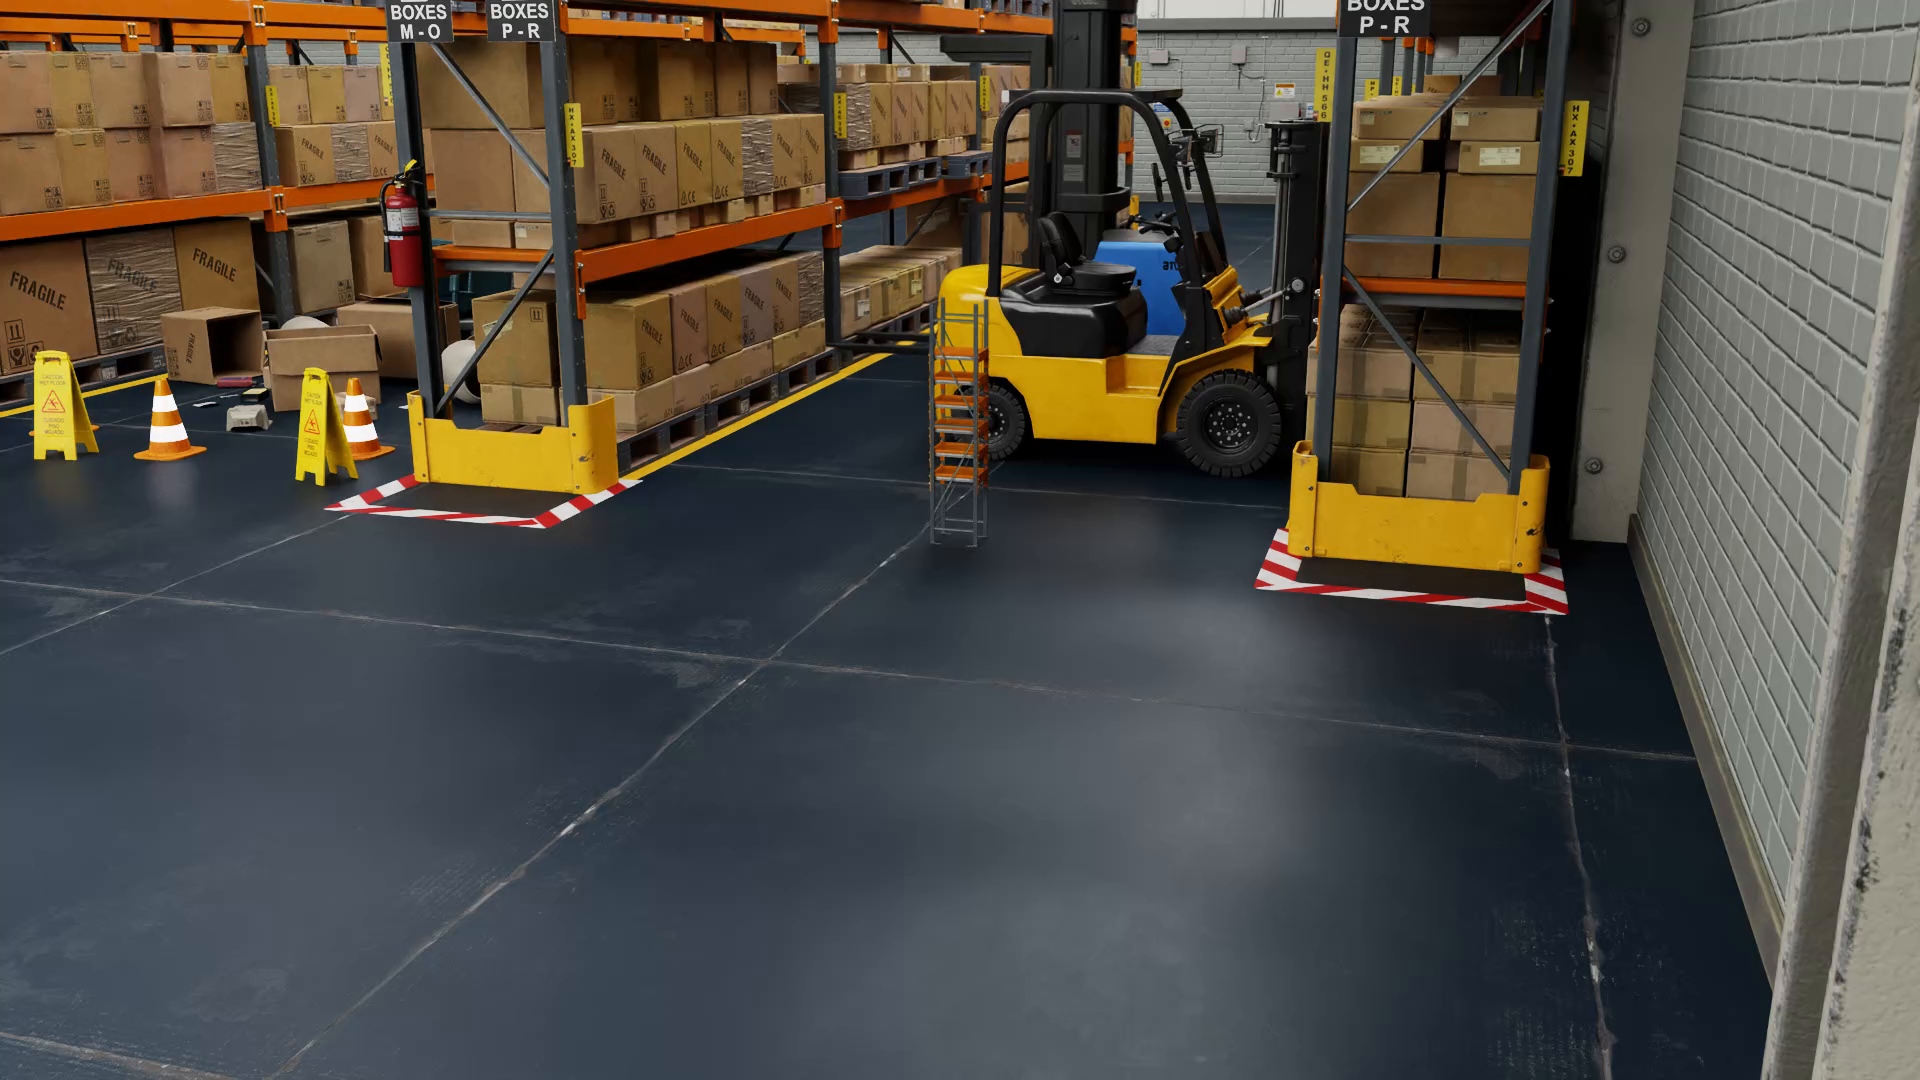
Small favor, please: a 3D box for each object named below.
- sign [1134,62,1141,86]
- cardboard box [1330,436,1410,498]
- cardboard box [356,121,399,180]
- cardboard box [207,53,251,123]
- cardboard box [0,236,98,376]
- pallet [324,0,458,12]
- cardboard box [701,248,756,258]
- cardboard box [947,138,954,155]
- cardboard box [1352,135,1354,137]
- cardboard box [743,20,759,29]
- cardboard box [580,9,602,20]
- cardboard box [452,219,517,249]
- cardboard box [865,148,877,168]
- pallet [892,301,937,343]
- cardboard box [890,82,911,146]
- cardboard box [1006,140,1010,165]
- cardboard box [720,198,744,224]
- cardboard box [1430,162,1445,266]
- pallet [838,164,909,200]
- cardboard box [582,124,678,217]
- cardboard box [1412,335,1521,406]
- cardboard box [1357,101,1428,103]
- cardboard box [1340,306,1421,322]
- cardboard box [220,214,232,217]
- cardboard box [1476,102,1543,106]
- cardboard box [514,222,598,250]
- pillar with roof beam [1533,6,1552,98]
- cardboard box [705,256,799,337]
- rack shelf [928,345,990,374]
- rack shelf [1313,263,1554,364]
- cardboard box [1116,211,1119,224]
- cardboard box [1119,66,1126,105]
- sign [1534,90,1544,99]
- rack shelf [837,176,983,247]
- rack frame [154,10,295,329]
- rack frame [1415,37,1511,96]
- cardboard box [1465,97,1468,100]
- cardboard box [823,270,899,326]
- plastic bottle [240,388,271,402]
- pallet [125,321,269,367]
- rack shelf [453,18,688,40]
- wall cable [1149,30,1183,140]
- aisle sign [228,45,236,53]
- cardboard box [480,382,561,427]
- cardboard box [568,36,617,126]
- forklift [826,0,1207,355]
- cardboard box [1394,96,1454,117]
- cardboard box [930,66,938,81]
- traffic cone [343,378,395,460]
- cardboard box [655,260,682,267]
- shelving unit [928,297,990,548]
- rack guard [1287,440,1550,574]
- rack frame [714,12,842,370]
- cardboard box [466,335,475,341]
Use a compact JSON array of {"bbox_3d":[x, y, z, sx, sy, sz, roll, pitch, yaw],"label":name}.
[{"bbox_3d":[2.503,-6.572,23.446,0.100,0.325,0.005,5,16,16],"label":"sign"},{"bbox_3d":[2.031,-0.403,8.523,0.500,0.250,0.500,5,17,16],"label":"cardboard box"},{"bbox_3d":[-5.503,-3.592,15.313,0.500,0.500,0.500,5,16,16],"label":"cardboard box"},{"bbox_3d":[-6.336,-3.662,13.490,0.875,0.550,0.550,5,16,16],"label":"cardboard box"},{"bbox_3d":[-6.957,-1.711,11.988,0.875,0.875,0.875,4,16,15],"label":"cardboard box"},{"bbox_3d":[-5.508,-5.098,15.654,1.003,0.211,1.213,5,17,18],"label":"pallet"},{"bbox_3d":[-1.850,-1.914,12.474,0.500,0.500,0.500,5,17,19],"label":"cardboard box"},{"bbox_3d":[-0.269,-3.620,15.287,0.380,0.149,0.250,4,16,13],"label":"cardboard box"},{"bbox_3d":[2.074,-1.918,8.224,0.380,0.149,0.250,5,17,17],"label":"cardboard box"},{"bbox_3d":[-3.087,-7.132,22.755,0.500,0.250,0.500,5,17,18],"label":"cardboard box"},{"bbox_3d":[-4.371,-6.093,18.635,0.500,0.500,0.500,5,16,16],"label":"cardboard box"},{"bbox_3d":[-2.659,-1.754,9.477,0.380,0.149,0.250,5,17,18],"label":"cardboard box"},{"bbox_3d":[-0.884,-3.073,13.357,0.380,0.149,0.250,5,17,17],"label":"cardboard box"},{"bbox_3d":[-0.859,-1.990,14.957,1.003,0.211,1.213,5,16,16],"label":"pallet"},{"bbox_3d":[-0.720,-3.560,13.886,0.500,0.500,0.500,5,16,16],"label":"cardboard box"},{"bbox_3d":[0.223,-4.026,17.300,0.500,0.250,0.500,4,16,14],"label":"cardboard box"},{"bbox_3d":[-1.648,-2.178,10.970,0.380,0.149,0.250,5,17,16],"label":"cardboard box"},{"bbox_3d":[2.245,-1.709,8.674,0.500,0.500,0.500,5,17,18],"label":"cardboard box"},{"bbox_3d":[-1.067,-2.903,13.420,1.003,0.211,1.213,5,16,16],"label":"pallet"},{"bbox_3d":[-2.015,-2.190,9.825,0.500,0.500,0.500,5,17,18],"label":"cardboard box"},{"bbox_3d":[2.518,-0.848,8.259,0.500,0.250,0.500,4,16,15],"label":"cardboard box"},{"bbox_3d":[2.366,-2.332,9.136,0.380,0.149,0.250,5,17,17],"label":"cardboard box"},{"bbox_3d":[2.305,-1.148,9.318,0.500,0.250,0.500,5,17,17],"label":"cardboard box"},{"bbox_3d":[-9.572,-3.981,19.991,1.225,0.875,0.875,4,16,13],"label":"cardboard box"},{"bbox_3d":[2.973,-2.283,8.963,0.380,0.149,0.250,4,16,15],"label":"cardboard box"},{"bbox_3d":[-2.265,-1.713,9.330,0.380,0.149,0.250,5,16,16],"label":"cardboard box"},{"bbox_3d":[2.545,-7.848,19.509,9.100,9.000,0.400,5,16,16],"label":"pillar with roof beam"},{"bbox_3d":[-1.477,-1.738,11.856,0.500,0.500,0.500,5,17,17],"label":"cardboard box"},{"bbox_3d":[-0.004,-0.877,8.066,0.258,0.103,0.180,5,16,16],"label":"rack shelf"},{"bbox_3d":[2.768,-1.554,9.629,1.077,0.370,4.000,5,16,16],"label":"rack shelf"},{"bbox_3d":[1.643,-4.495,22.607,0.875,0.438,0.875,5,17,17],"label":"cardboard box"},{"bbox_3d":[1.958,-6.192,22.648,0.500,0.500,0.500,5,16,16],"label":"cardboard box"},{"bbox_3d":[3.869,-2.835,11.096,0.100,0.325,0.005,5,16,16],"label":"sign"},{"bbox_3d":[-0.855,-2.984,14.672,1.077,0.370,4.000,5,16,16],"label":"rack shelf"},{"bbox_3d":[-6.198,-3.164,13.989,1.000,3.000,0.127,5,16,16],"label":"rack frame"},{"bbox_3d":[5.610,-4.516,18.754,1.000,3.000,0.127,5,16,16],"label":"rack frame"},{"bbox_3d":[3.425,-2.757,10.635,0.380,0.149,0.250,4,16,14],"label":"cardboard box"},{"bbox_3d":[-1.076,-2.071,14.179,0.950,0.372,0.625,6,17,19],"label":"cardboard box"},{"bbox_3d":[-5.029,-1.040,11.883,0.133,0.061,0.283,-1,16,-3],"label":"plastic bottle"},{"bbox_3d":[-6.489,-1.630,13.690,1.003,0.211,1.213,5,16,16],"label":"pallet"},{"bbox_3d":[-4.493,-5.831,19.212,1.077,0.370,4.000,5,16,16],"label":"rack shelf"},{"bbox_3d":[3.567,-7.927,28.862,0.585,1.953,0.123,5,16,16],"label":"wall cable"},{"bbox_3d":[-11.962,-8.346,27.493,0.394,0.787,0.004,5,16,16],"label":"aisle sign"},{"bbox_3d":[-2.581,-0.878,10.199,0.500,0.250,0.500,5,16,16],"label":"cardboard box"},{"bbox_3d":[-2.473,-2.715,9.844,0.700,0.500,0.500,5,17,16],"label":"cardboard box"},{"bbox_3d":[0.421,-2.695,12.460,3.031,2.935,1.130,4,16,13],"label":"forklift"},{"bbox_3d":[2.991,-2.789,10.749,0.380,0.149,0.250,5,17,17],"label":"cardboard box"},{"bbox_3d":[-0.390,-4.538,16.817,0.500,0.500,0.500,4,16,14],"label":"cardboard box"},{"bbox_3d":[-3.675,-0.753,10.135,0.336,0.463,0.334,5,16,16],"label":"traffic cone"},{"bbox_3d":[-2.161,-1.992,11.563,0.380,0.149,0.250,6,17,19],"label":"cardboard box"},{"bbox_3d":[-0.004,-0.573,8.152,0.258,1.200,0.189,5,16,16],"label":"shelving unit"},{"bbox_3d":[2.193,-0.168,8.005,1.175,0.500,0.348,5,16,16],"label":"rack guard"},{"bbox_3d":[-1.423,-2.807,12.729,1.000,3.000,0.127,5,16,16],"label":"rack frame"},{"bbox_3d":[-3.713,-1.445,12.937,0.258,0.266,0.396,-7,17,-23],"label":"cardboard box"}]
